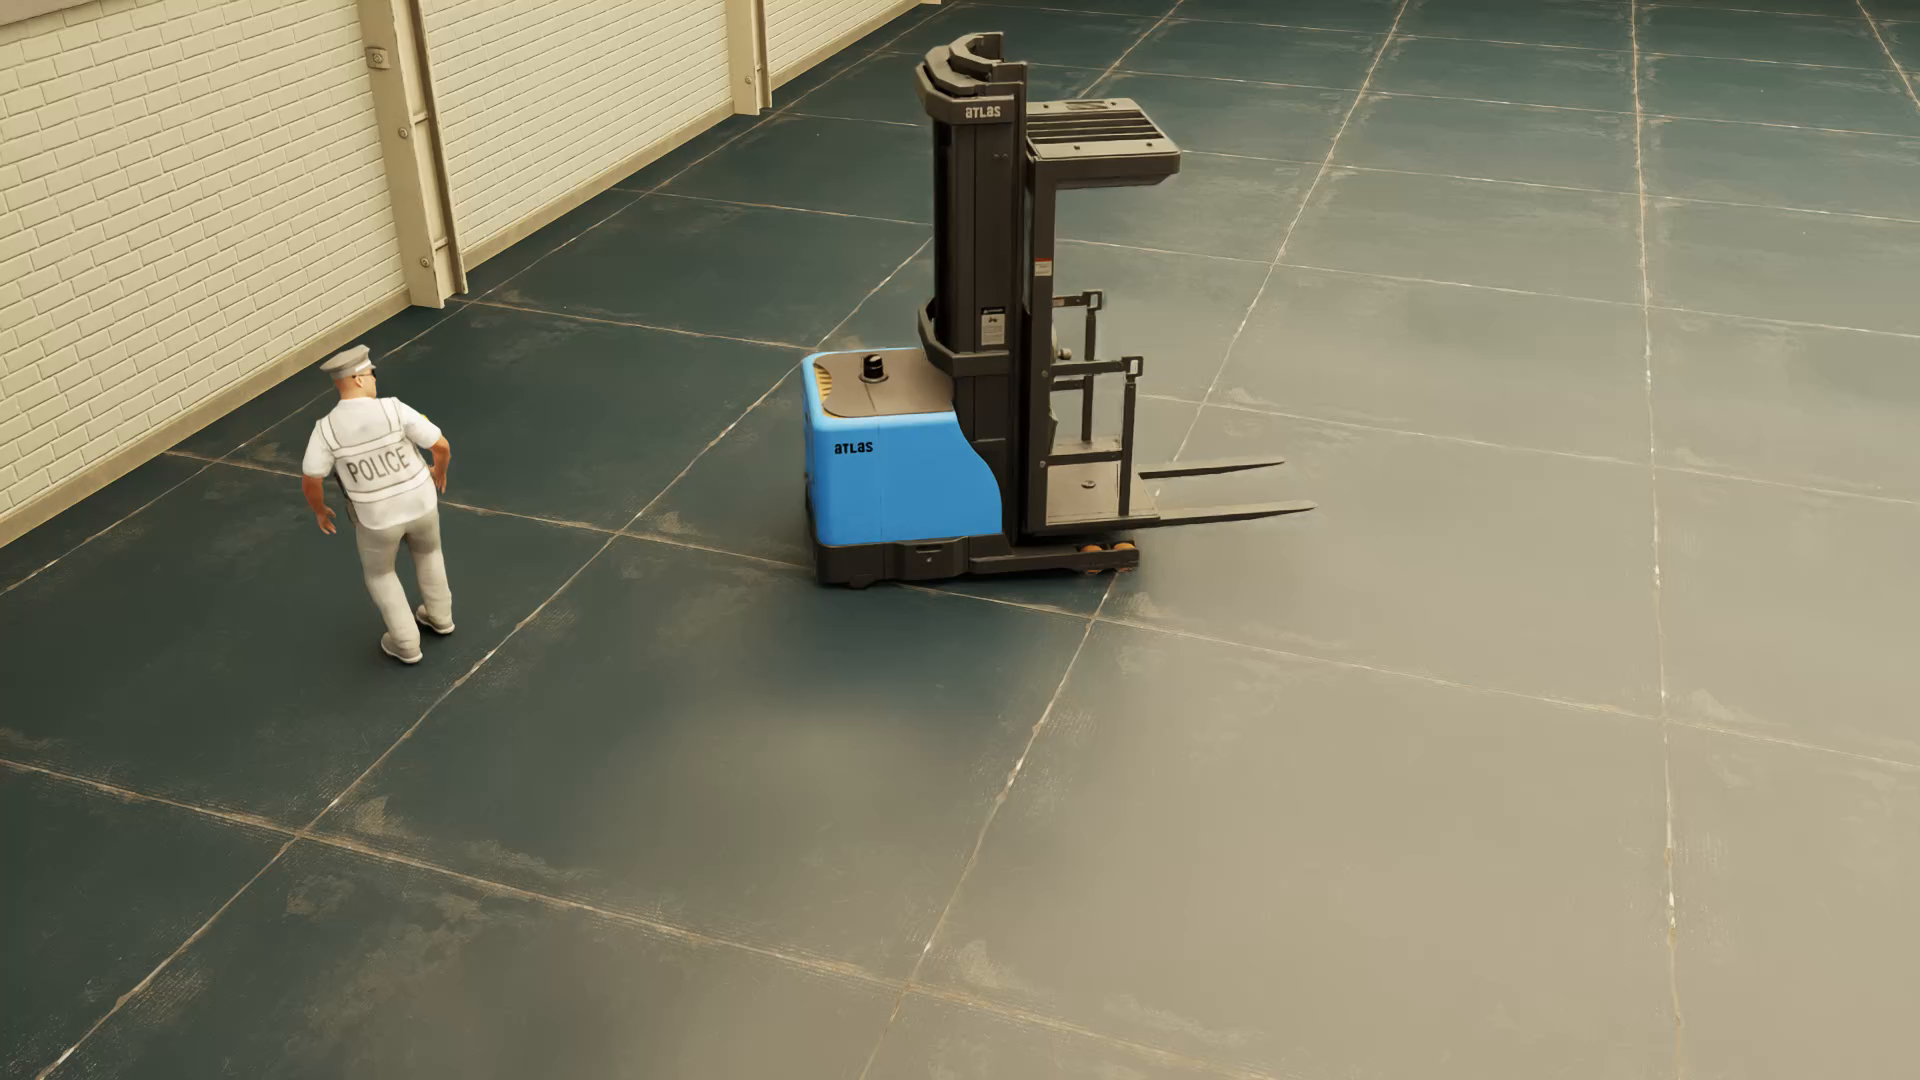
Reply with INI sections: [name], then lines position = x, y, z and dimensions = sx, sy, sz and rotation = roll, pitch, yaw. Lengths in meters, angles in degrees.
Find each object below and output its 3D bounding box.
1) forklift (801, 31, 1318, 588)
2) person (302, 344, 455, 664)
[forklift]
position = 0.608, -1.328, 9.466
dimensions = 3.031, 2.935, 1.130
rotation = -4, 30, -8
[person]
position = -3.025, -0.187, 8.680
dimensions = 0.732, 1.733, 0.532
rotation = -17, 34, -28
